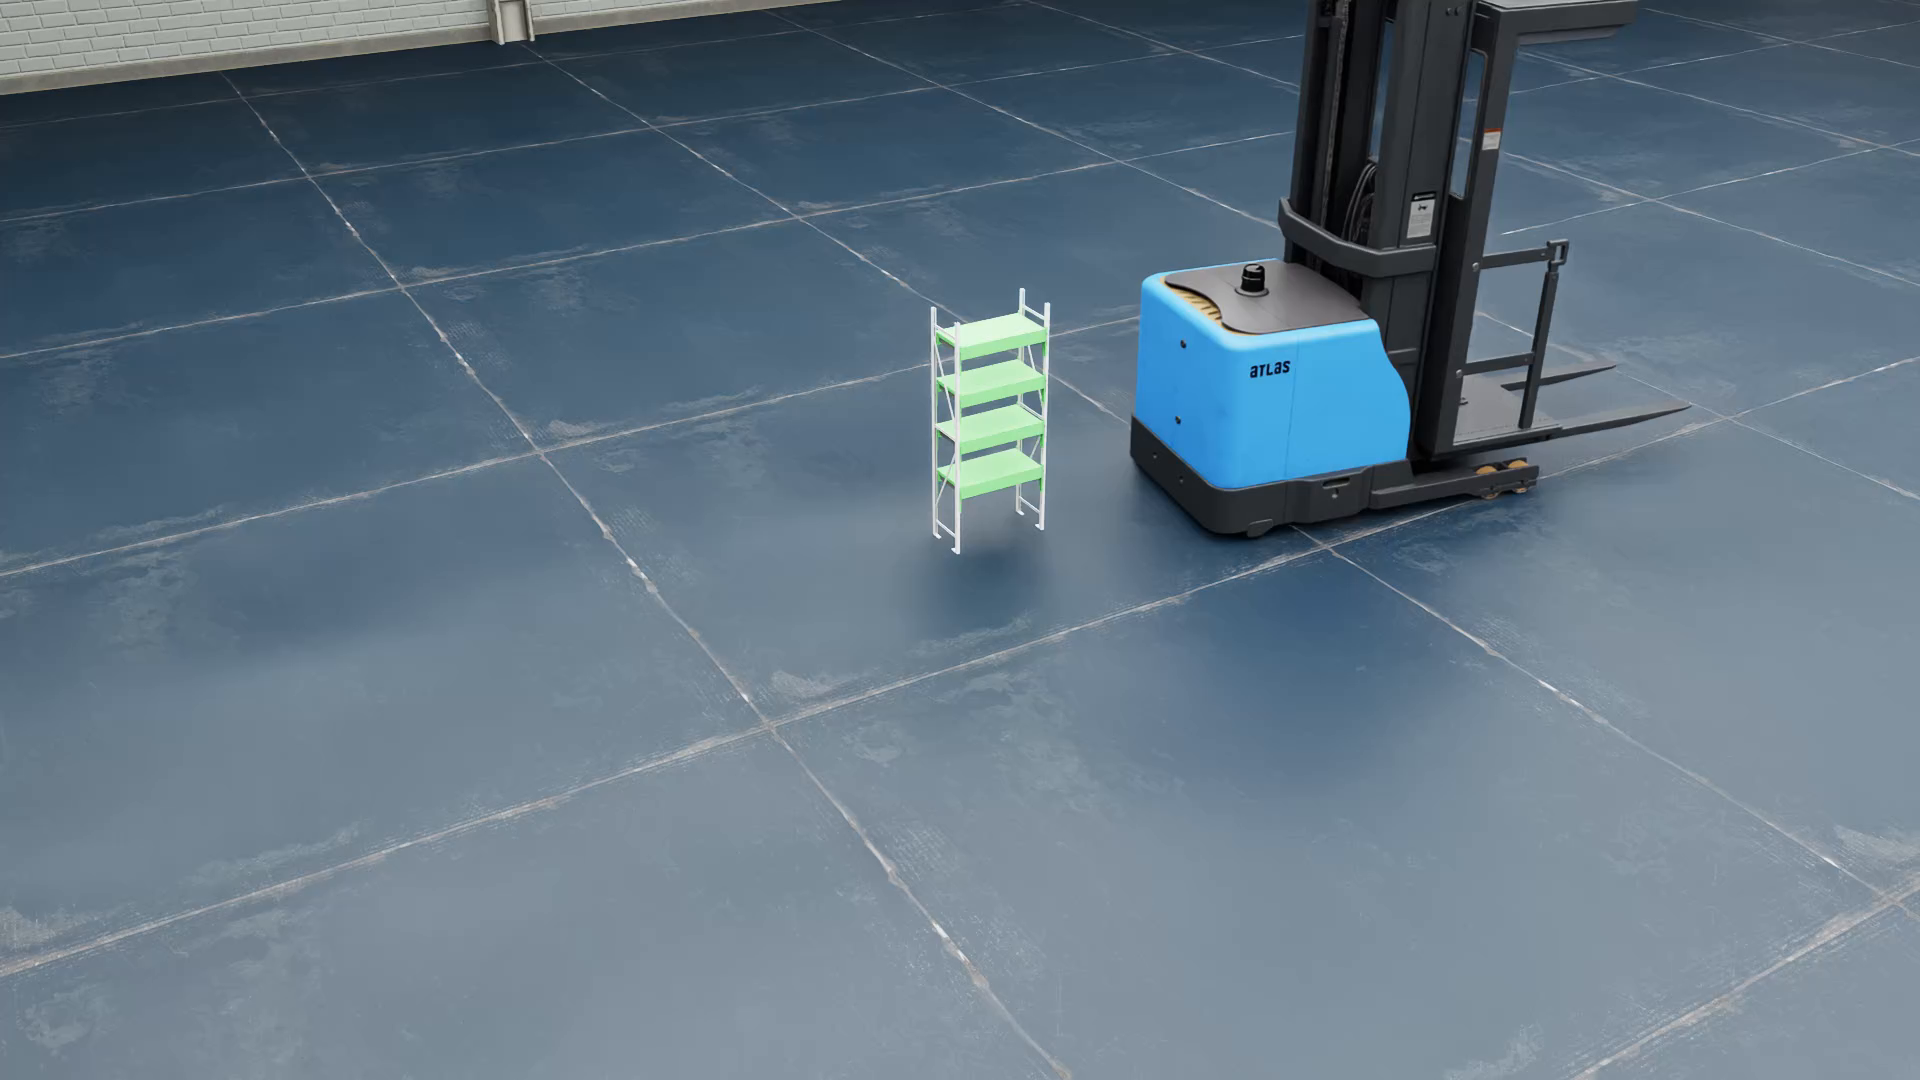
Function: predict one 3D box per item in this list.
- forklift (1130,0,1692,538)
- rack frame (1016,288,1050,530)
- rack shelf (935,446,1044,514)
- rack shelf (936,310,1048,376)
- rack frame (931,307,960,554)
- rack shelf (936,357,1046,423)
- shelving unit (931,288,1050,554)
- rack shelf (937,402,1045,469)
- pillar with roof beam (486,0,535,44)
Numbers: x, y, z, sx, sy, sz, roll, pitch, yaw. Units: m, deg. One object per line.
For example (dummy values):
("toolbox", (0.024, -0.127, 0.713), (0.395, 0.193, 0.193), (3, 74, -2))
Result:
("forklift", (2.484, -1.725, 8.343), (3.031, 2.935, 1.130), (-10, 30, -18))
("rack frame", (0.353, -0.626, 8.142), (0.015, 1.200, 0.240), (-16, 33, -26))
("rack shelf", (0.143, -0.300, 8.180), (0.480, 0.148, 0.258), (-16, 33, -26))
("rack shelf", (0.143, -0.930, 7.832), (0.480, 0.148, 0.258), (-16, 33, -26))
("rack frame", (-0.068, -0.506, 7.925), (0.015, 1.200, 0.240), (-16, 33, -26))
("rack shelf", (0.143, -0.720, 7.948), (0.480, 0.148, 0.258), (-16, 33, -26))
("shelving unit", (0.143, -0.566, 8.034), (0.503, 1.200, 0.258), (-16, 33, -26))
("rack shelf", (0.143, -0.510, 8.064), (0.480, 0.148, 0.258), (-16, 33, -26))
("pillar with roof beam", (-2.694, -7.602, 12.712), (0.400, 9.000, 9.100), (-16, 33, -26))
